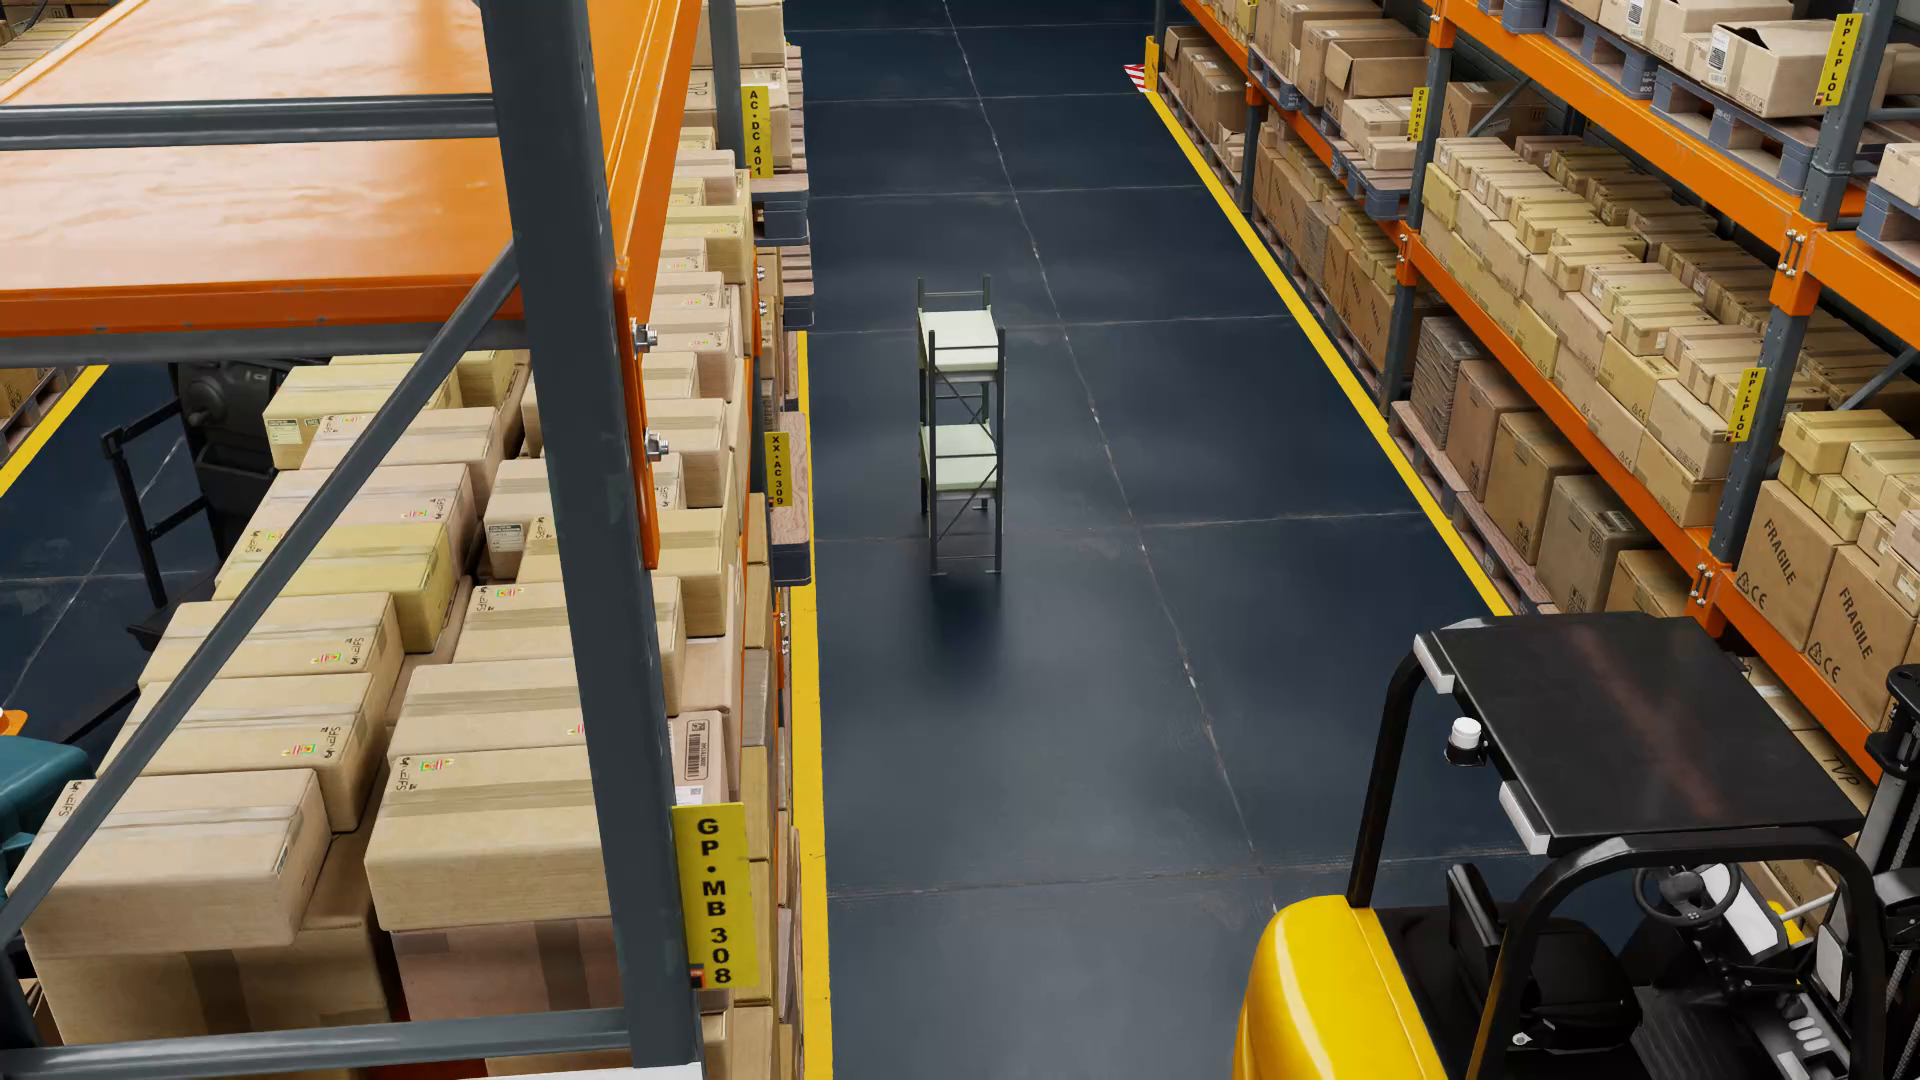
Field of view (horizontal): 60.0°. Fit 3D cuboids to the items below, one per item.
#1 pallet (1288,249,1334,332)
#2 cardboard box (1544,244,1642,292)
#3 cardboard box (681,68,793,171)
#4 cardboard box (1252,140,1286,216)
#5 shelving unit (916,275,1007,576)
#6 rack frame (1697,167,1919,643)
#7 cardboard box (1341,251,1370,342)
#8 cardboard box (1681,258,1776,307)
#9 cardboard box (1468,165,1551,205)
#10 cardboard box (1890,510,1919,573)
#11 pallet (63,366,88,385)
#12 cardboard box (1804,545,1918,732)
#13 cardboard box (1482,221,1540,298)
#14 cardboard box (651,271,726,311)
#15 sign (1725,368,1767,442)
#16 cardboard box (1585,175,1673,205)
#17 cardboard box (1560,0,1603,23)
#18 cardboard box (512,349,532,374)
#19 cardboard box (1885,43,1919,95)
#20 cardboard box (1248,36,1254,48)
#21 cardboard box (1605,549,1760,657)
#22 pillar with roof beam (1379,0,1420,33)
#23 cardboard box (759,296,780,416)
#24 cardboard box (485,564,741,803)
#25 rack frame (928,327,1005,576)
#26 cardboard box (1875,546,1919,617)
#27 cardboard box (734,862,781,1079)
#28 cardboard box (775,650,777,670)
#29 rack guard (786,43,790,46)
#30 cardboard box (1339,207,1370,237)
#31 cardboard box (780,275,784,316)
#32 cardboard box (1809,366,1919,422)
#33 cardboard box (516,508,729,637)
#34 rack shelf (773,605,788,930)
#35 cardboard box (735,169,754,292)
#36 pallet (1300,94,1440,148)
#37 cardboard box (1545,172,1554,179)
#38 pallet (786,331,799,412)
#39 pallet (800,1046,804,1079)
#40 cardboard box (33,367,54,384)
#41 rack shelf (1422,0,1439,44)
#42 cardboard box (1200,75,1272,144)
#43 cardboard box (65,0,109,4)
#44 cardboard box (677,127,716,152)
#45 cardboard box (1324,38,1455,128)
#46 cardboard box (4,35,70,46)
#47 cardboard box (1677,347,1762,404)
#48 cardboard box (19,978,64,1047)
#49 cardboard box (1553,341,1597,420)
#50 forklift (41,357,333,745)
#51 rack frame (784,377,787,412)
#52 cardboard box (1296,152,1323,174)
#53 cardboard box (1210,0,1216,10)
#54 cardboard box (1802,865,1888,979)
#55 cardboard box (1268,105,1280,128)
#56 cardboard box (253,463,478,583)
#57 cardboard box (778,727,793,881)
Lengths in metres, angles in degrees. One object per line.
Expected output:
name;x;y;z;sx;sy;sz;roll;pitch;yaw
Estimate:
pallet;3.181;-1.959;12.824;1.003;0.211;1.213;-3;31;-5
cardboard box;3.194;-1.377;8.400;0.380;0.149;0.250;-4;31;-6
cardboard box;-0.900;-1.591;6.300;0.500;0.250;0.500;-4;31;-6
cardboard box;2.771;-3.043;13.948;0.500;0.500;0.500;-1;31;-2
shelving unit;0.001;-0.640;9.360;0.431;1.500;0.755;-3;31;-5
rack frame;3.697;-0.109;7.008;1.000;3.000;0.127;-3;31;-5
cardboard box;3.034;-1.720;11.733;0.500;0.500;0.500;-3;31;-5
cardboard box;3.812;-1.274;8.228;0.380;0.149;0.250;-3;31;-5
cardboard box;3.136;-2.030;9.493;0.380;0.149;0.250;-2;31;-3
cardboard box;3.501;0.014;5.782;0.380;0.149;0.250;-2;31;-3
pallet;-6.719;-1.446;11.966;1.003;0.211;1.213;-3;31;-5
cardboard box;3.544;0.352;6.138;0.500;0.500;0.500;-2;31;-4
cardboard box;3.199;-1.540;9.062;0.500;0.250;0.500;-4;31;-6
cardboard box;-0.809;-0.581;4.340;0.380;0.149;0.250;-2;31;-4
sign;3.158;-0.542;6.680;0.100;0.325;0.005;-3;31;-5
cardboard box;3.747;-1.931;9.328;0.380;0.149;0.250;-3;31;-6
cardboard box;3.244;-2.804;7.990;0.500;0.500;0.500;-2;31;-3
cardboard box;-1.384;-0.464;4.532;0.500;0.250;0.500;-2;31;-4
cardboard box;3.814;-1.955;6.911;0.380;0.149;0.250;-3;31;-5
cardboard box;2.669;-4.237;14.163;0.380;0.149;0.250;-2;31;-4
cardboard box;3.638;0.464;7.954;0.875;0.625;0.625;-1;31;-2
pillar with roof beam;-0.504;-6.962;12.630;9.100;9.000;0.400;-3;31;-5
cardboard box;-1.050;-0.729;7.249;0.500;0.500;0.500;-3;31;-4
cardboard box;-0.690;0.294;3.263;0.500;0.250;0.500;-3;31;-5
rack frame;0.035;-0.454;9.047;0.400;1.500;0.023;-3;31;-5
cardboard box;3.492;0.138;5.864;0.380;0.149;0.250;-2;31;-3
cardboard box;-0.739;1.222;4.391;0.500;0.500;0.500;-3;31;-6
cardboard box;-0.880;0.515;6.208;0.380;0.149;0.250;-2;31;-3
rack guard;-2.368;-4.935;17.525;1.175;0.500;0.348;-3;31;-5
cardboard box;2.985;-2.316;12.098;0.380;0.149;0.250;-3;31;-5
cardboard box;-1.133;-1.300;8.836;0.380;0.149;0.250;-2;31;-4
cardboard box;3.878;-0.620;7.134;0.380;0.149;0.250;-3;31;-6
cardboard box;-0.651;0.069;3.252;0.380;0.149;0.250;-3;31;-5
rack shelf;-1.057;1.460;5.082;1.077;0.370;4.000;-3;31;-5
cardboard box;-0.935;-1.007;5.442;0.500;0.250;0.500;-3;31;-5
pallet;3.137;-3.062;12.138;1.003;0.211;1.213;-3;31;-5
cardboard box;3.642;-2.086;9.976;0.500;0.250;0.500;-2;31;-3
pallet;-1.617;-1.121;11.421;1.003;0.211;1.213;-3;31;-5
pallet;-1.029;2.293;5.705;1.003;0.211;1.213;-3;31;-5
cardboard box;-6.399;-1.360;11.130;0.500;0.500;0.500;-2;31;-4
rack shelf;3.137;-4.152;11.552;1.077;0.370;4.000;-3;31;-5
cardboard box;2.677;-4.058;15.647;0.700;0.500;0.500;-4;31;-6
cardboard box;-6.710;-4.507;13.008;0.500;0.500;0.500;-2;31;-3
cardboard box;-0.997;-1.241;5.444;0.380;0.149;0.250;-2;31;-4
cardboard box;2.987;-3.201;11.673;0.797;0.503;0.637;-3;31;-6
cardboard box;-6.631;-3.528;11.987;0.380;0.149;0.250;-4;31;-6
cardboard box;3.402;-0.725;7.309;0.380;0.149;0.250;-3;31;-5
cardboard box;-3.651;1.933;5.890;0.797;0.637;0.503;-3;31;-5
cardboard box;3.322;-0.801;8.312;0.500;0.250;0.500;-3;31;-4
forklift;-3.520;-0.653;7.985;1.130;2.935;3.031;11;33;17
rack frame;-1.618;-1.912;10.026;1.000;3.000;0.127;-3;31;-5
cardboard box;2.896;-2.976;13.203;0.380;0.149;0.250;-3;31;-5
cardboard box;2.542;-5.025;15.483;0.380;0.149;0.250;-3;31;-5
cardboard box;3.520;1.452;6.178;0.500;0.250;0.500;-3;31;-5
cardboard box;2.779;-3.514;13.814;0.380;0.149;0.250;-3;31;-5
cardboard box;-1.212;-0.028;3.415;0.380;0.149;0.250;-3;31;-5
cardboard box;-0.922;1.098;6.528;0.500;0.500;0.500;-3;31;-5
